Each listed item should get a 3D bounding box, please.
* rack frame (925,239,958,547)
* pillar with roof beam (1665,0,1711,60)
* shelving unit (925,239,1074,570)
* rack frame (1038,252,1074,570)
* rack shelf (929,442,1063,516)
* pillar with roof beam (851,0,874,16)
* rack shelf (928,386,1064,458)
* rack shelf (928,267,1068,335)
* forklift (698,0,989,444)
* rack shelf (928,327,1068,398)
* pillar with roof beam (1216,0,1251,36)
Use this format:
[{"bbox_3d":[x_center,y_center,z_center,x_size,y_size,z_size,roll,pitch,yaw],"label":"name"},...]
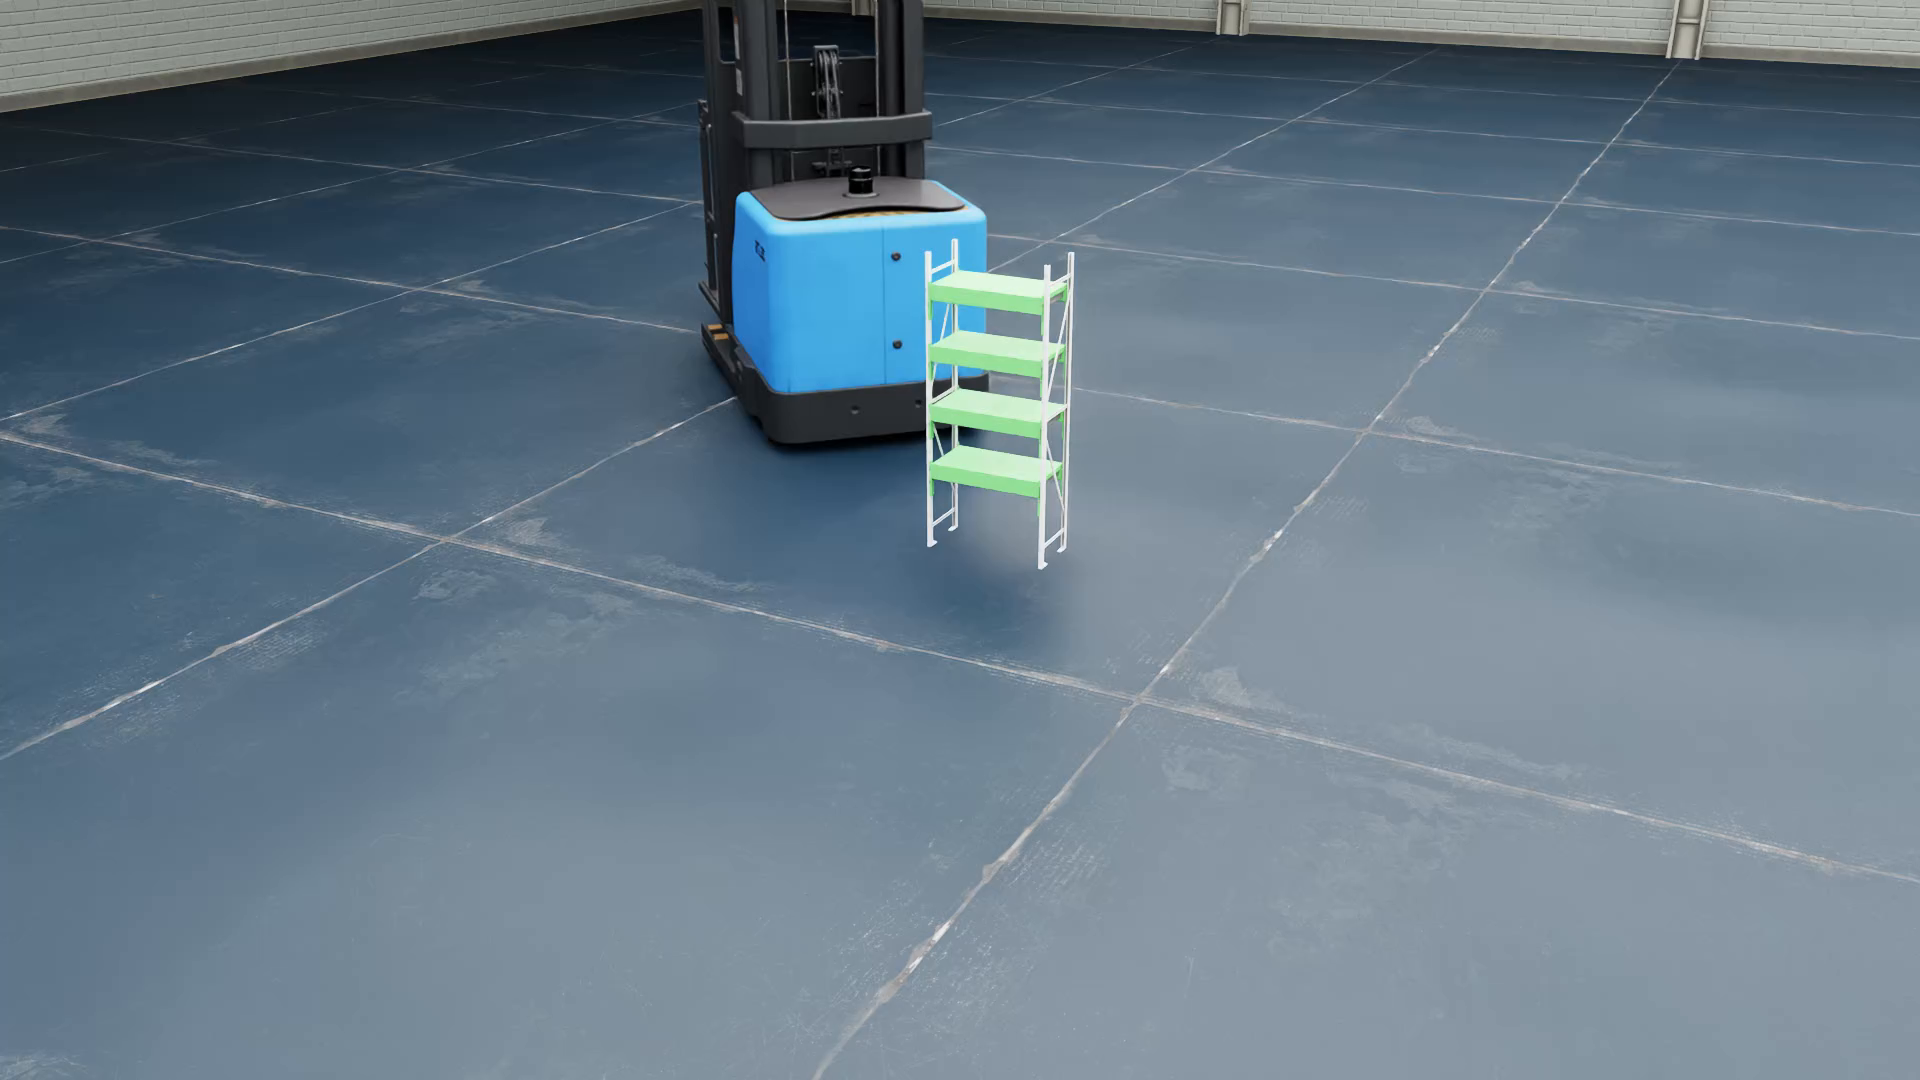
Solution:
[{"bbox_3d":[-0.070,-0.566,6.548,0.015,1.200,0.240,11,25,25],"label":"rack frame"},{"bbox_3d":[7.303,-8.807,15.960,0.400,9.000,9.100,11,25,25],"label":"pillar with roof beam"},{"bbox_3d":[0.148,-0.523,6.446,0.503,1.200,0.258,11,25,25],"label":"shelving unit"},{"bbox_3d":[0.365,-0.480,6.345,0.015,1.200,0.240,11,25,25],"label":"rack frame"},{"bbox_3d":[0.148,-0.243,6.565,0.480,0.148,0.258,11,25,25],"label":"rack shelf"},{"bbox_3d":[-3.406,-10.926,20.942,0.400,9.000,9.100,11,25,25],"label":"pillar with roof beam"},{"bbox_3d":[0.148,-0.464,6.471,0.480,0.148,0.258,11,25,25],"label":"rack shelf"},{"bbox_3d":[0.148,-0.906,6.284,0.480,0.148,0.258,11,25,25],"label":"rack shelf"},{"bbox_3d":[-0.789,-2.338,8.502,1.130,2.935,3.031,-7,24,-16],"label":"forklift"},{"bbox_3d":[0.148,-0.685,6.378,0.480,0.148,0.258,11,25,25],"label":"rack shelf"},{"bbox_3d":[1.949,-9.866,18.451,0.400,9.000,9.100,11,25,25],"label":"pillar with roof beam"}]
